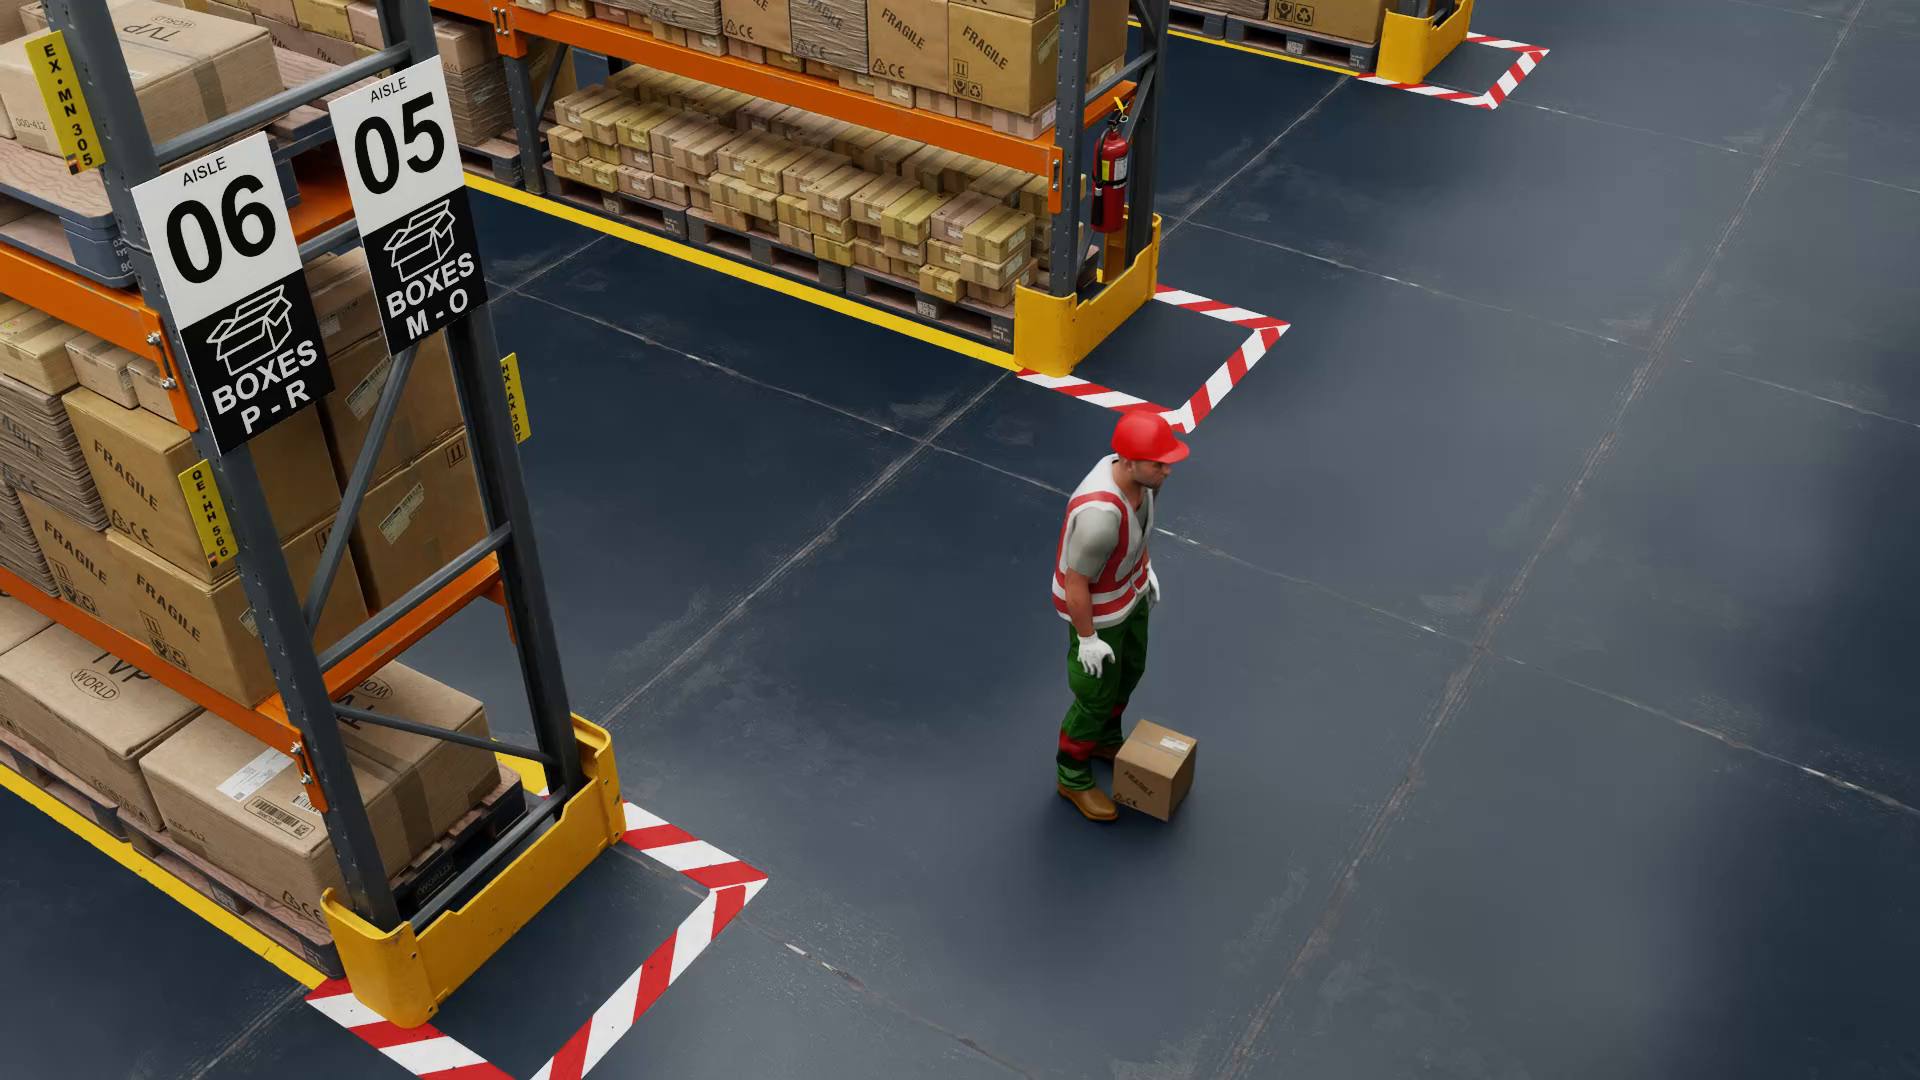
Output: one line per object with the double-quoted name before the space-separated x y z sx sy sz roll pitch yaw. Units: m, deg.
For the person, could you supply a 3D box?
"person" 0.588 0.258 6.339 0.446 1.779 0.589 20 42 23
